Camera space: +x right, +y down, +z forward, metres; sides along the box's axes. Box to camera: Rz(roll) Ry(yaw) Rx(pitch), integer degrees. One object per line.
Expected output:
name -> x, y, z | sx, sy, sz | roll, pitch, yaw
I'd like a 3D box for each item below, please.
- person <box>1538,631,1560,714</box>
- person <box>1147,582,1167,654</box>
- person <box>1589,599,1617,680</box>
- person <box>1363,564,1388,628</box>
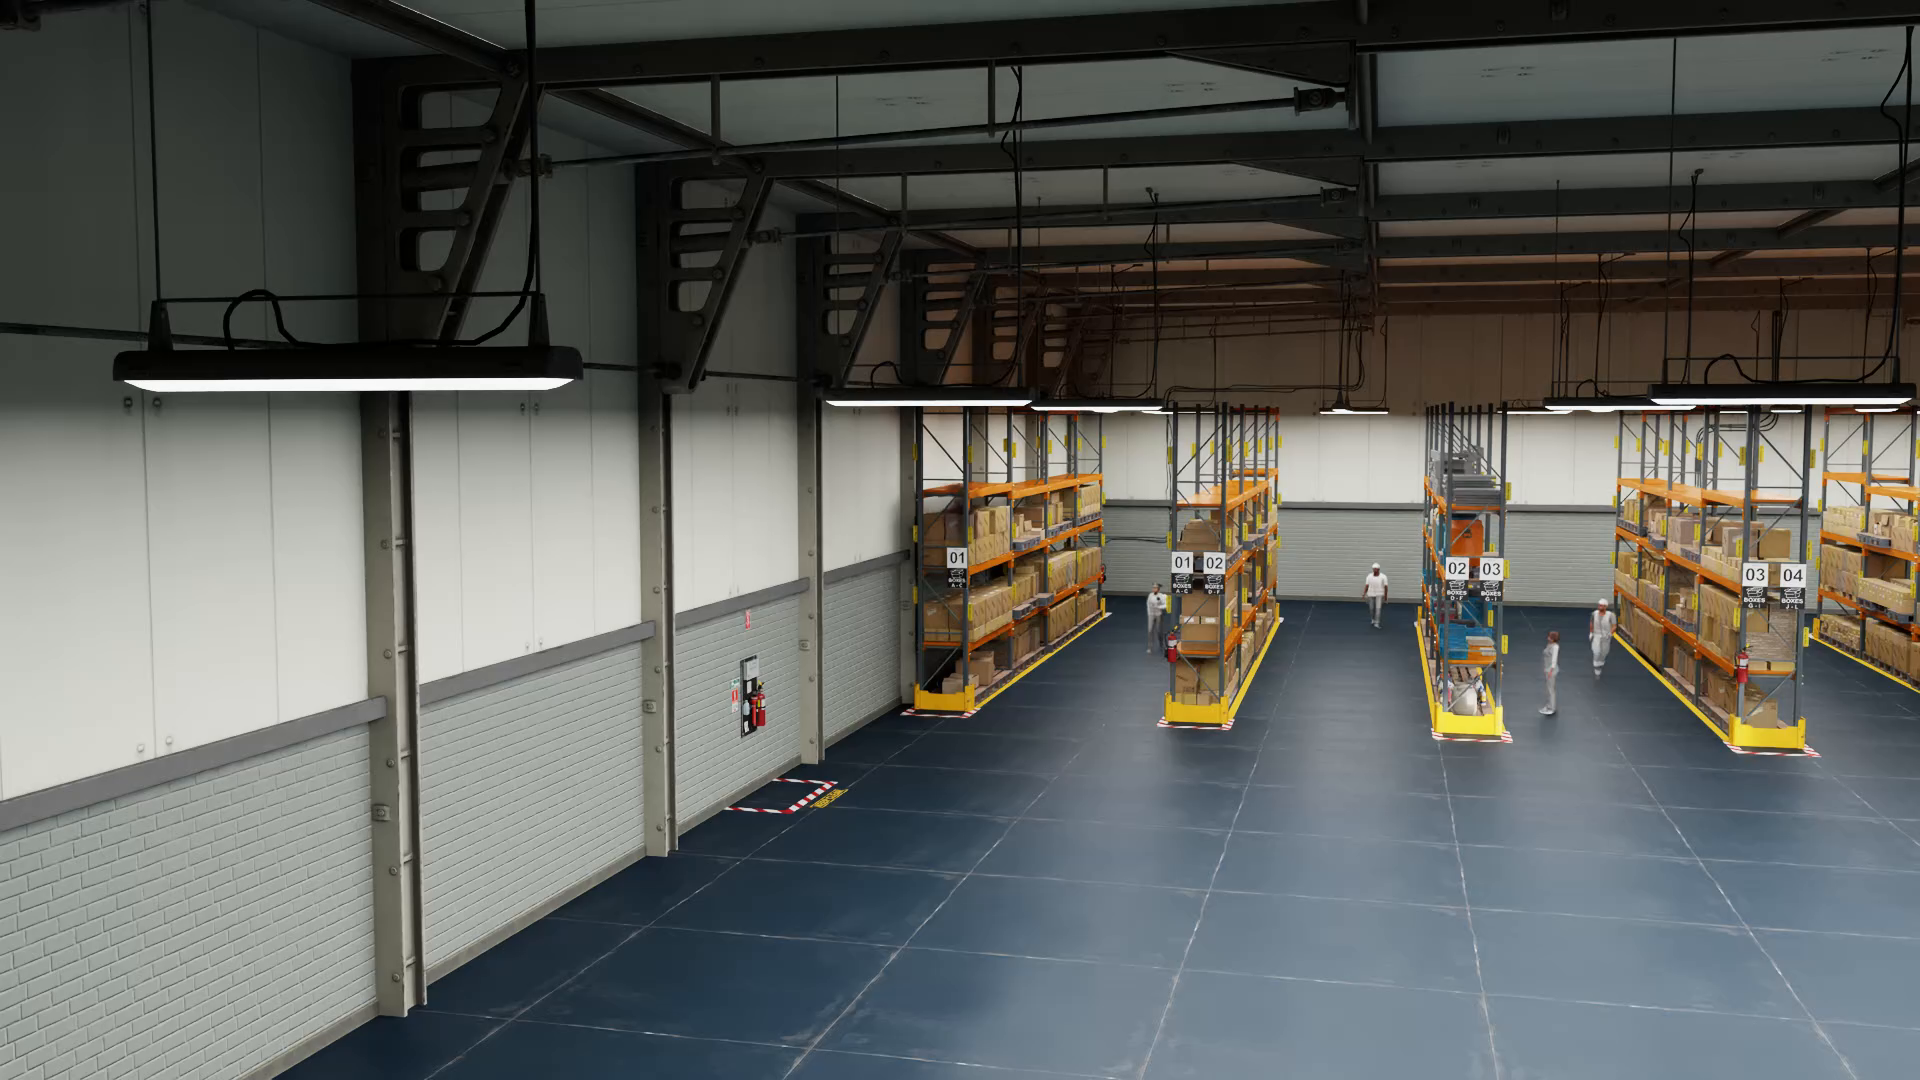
person -> 11.390, 2.556, 32.149 | 0.367, 1.609, 0.423 | 1, 4, 18
person -> 4.818, 1.889, 40.599 | 0.588, 1.735, 0.784 | 1, 4, 19
person -> 14.138, 2.187, 36.550 | 0.508, 1.811, 0.881 | 1, 4, 14
person -> 11.330, 1.508, 45.387 | 0.646, 1.730, 0.986 | 2, 4, 20
